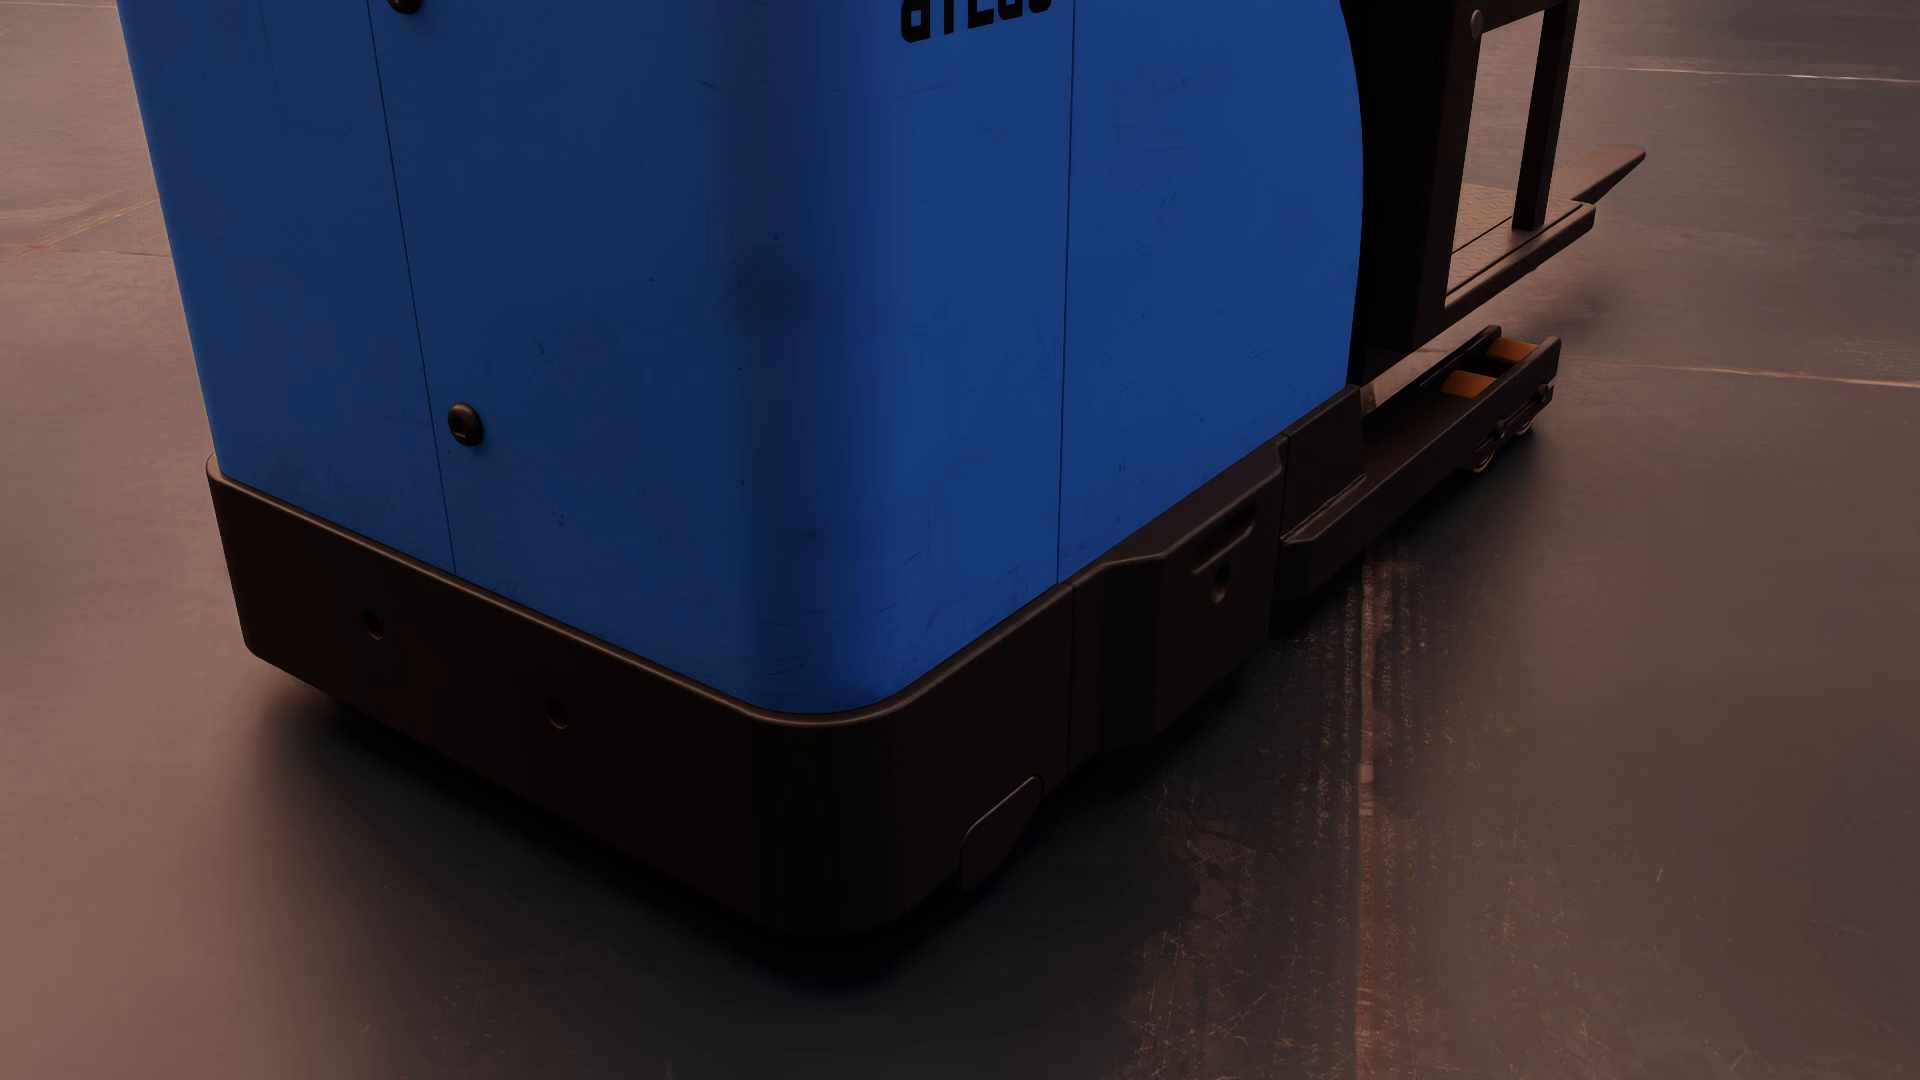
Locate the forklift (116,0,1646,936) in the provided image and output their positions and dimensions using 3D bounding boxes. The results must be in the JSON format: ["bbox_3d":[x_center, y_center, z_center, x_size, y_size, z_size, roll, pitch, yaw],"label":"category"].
[{"bbox_3d":[0.372,-1.534,2.288,1.130,2.935,3.031,18,32,32],"label":"forklift"}]
